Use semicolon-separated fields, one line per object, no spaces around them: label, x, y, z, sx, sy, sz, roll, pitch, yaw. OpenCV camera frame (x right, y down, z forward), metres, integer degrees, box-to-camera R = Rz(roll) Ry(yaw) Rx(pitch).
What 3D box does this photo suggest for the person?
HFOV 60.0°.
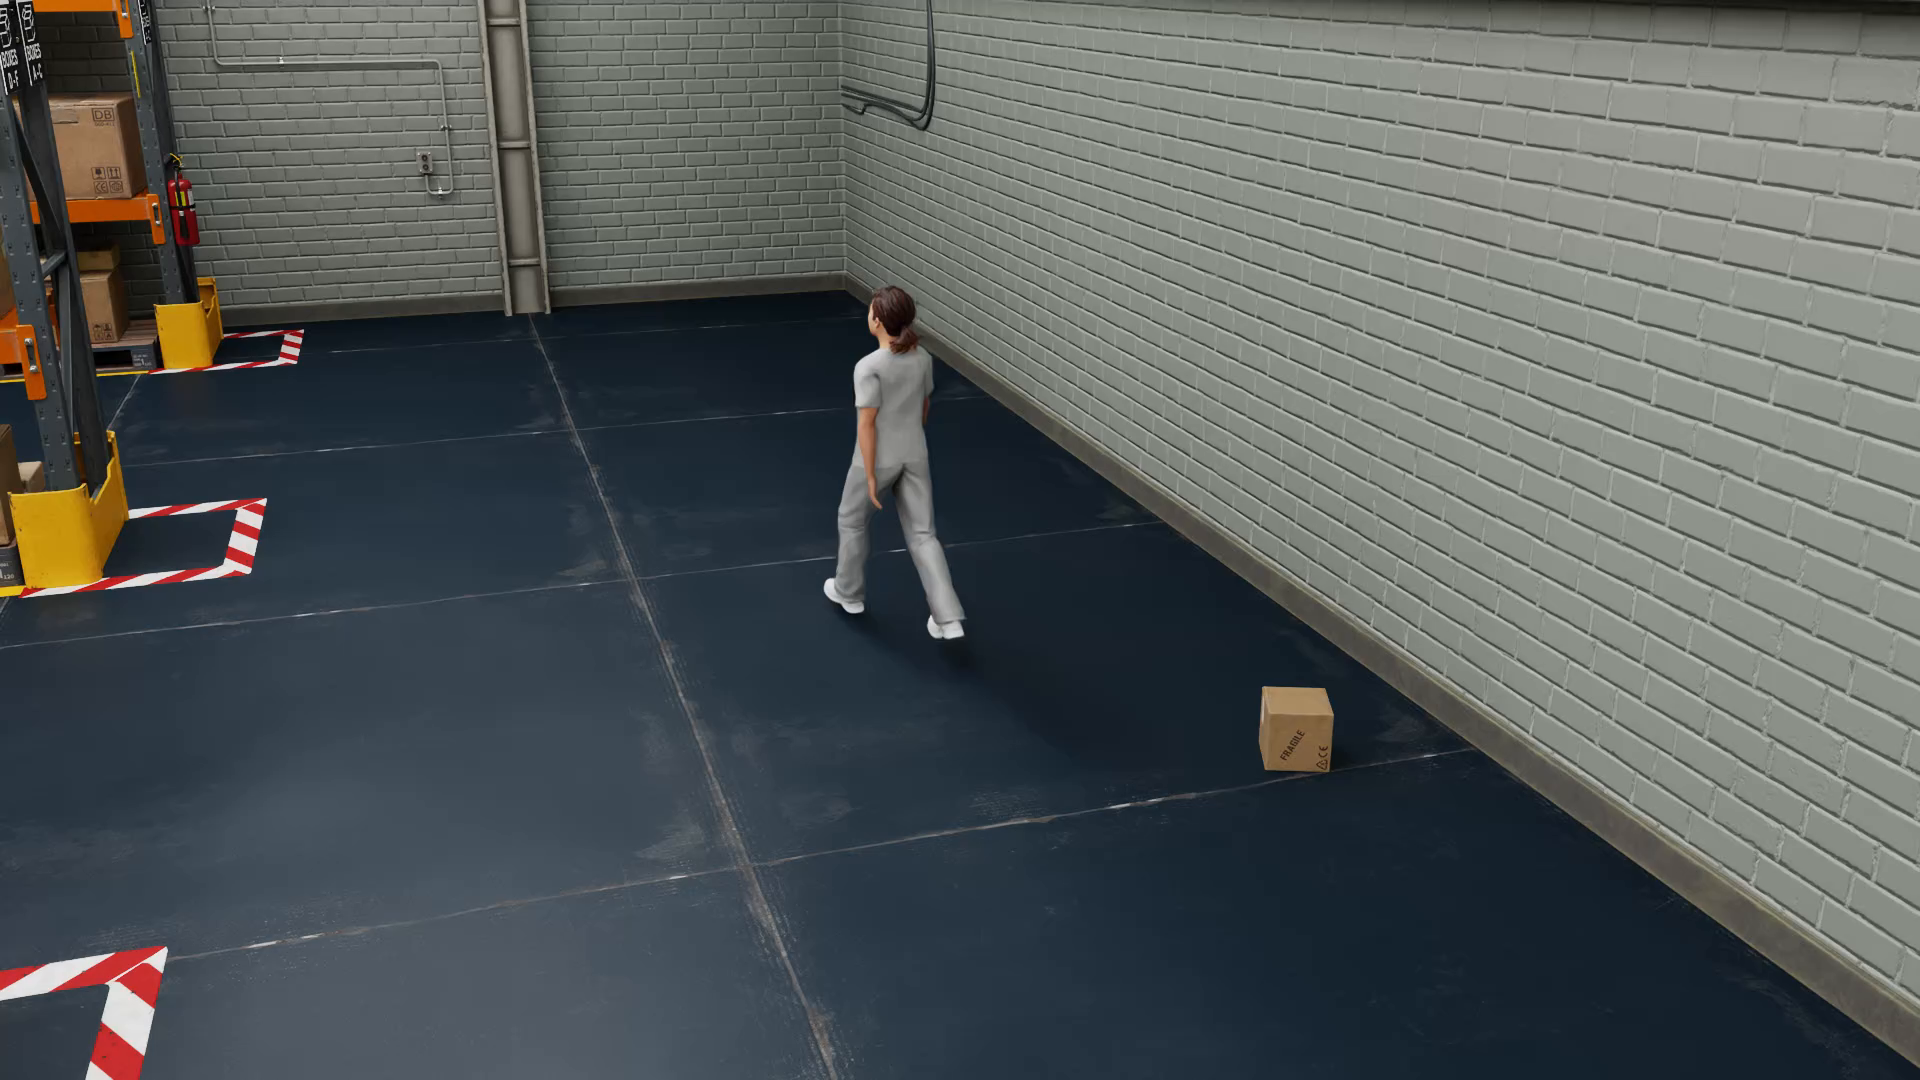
person;-0.312;-0.358;7.593;0.444;1.618;1.046;-11;22;-29
